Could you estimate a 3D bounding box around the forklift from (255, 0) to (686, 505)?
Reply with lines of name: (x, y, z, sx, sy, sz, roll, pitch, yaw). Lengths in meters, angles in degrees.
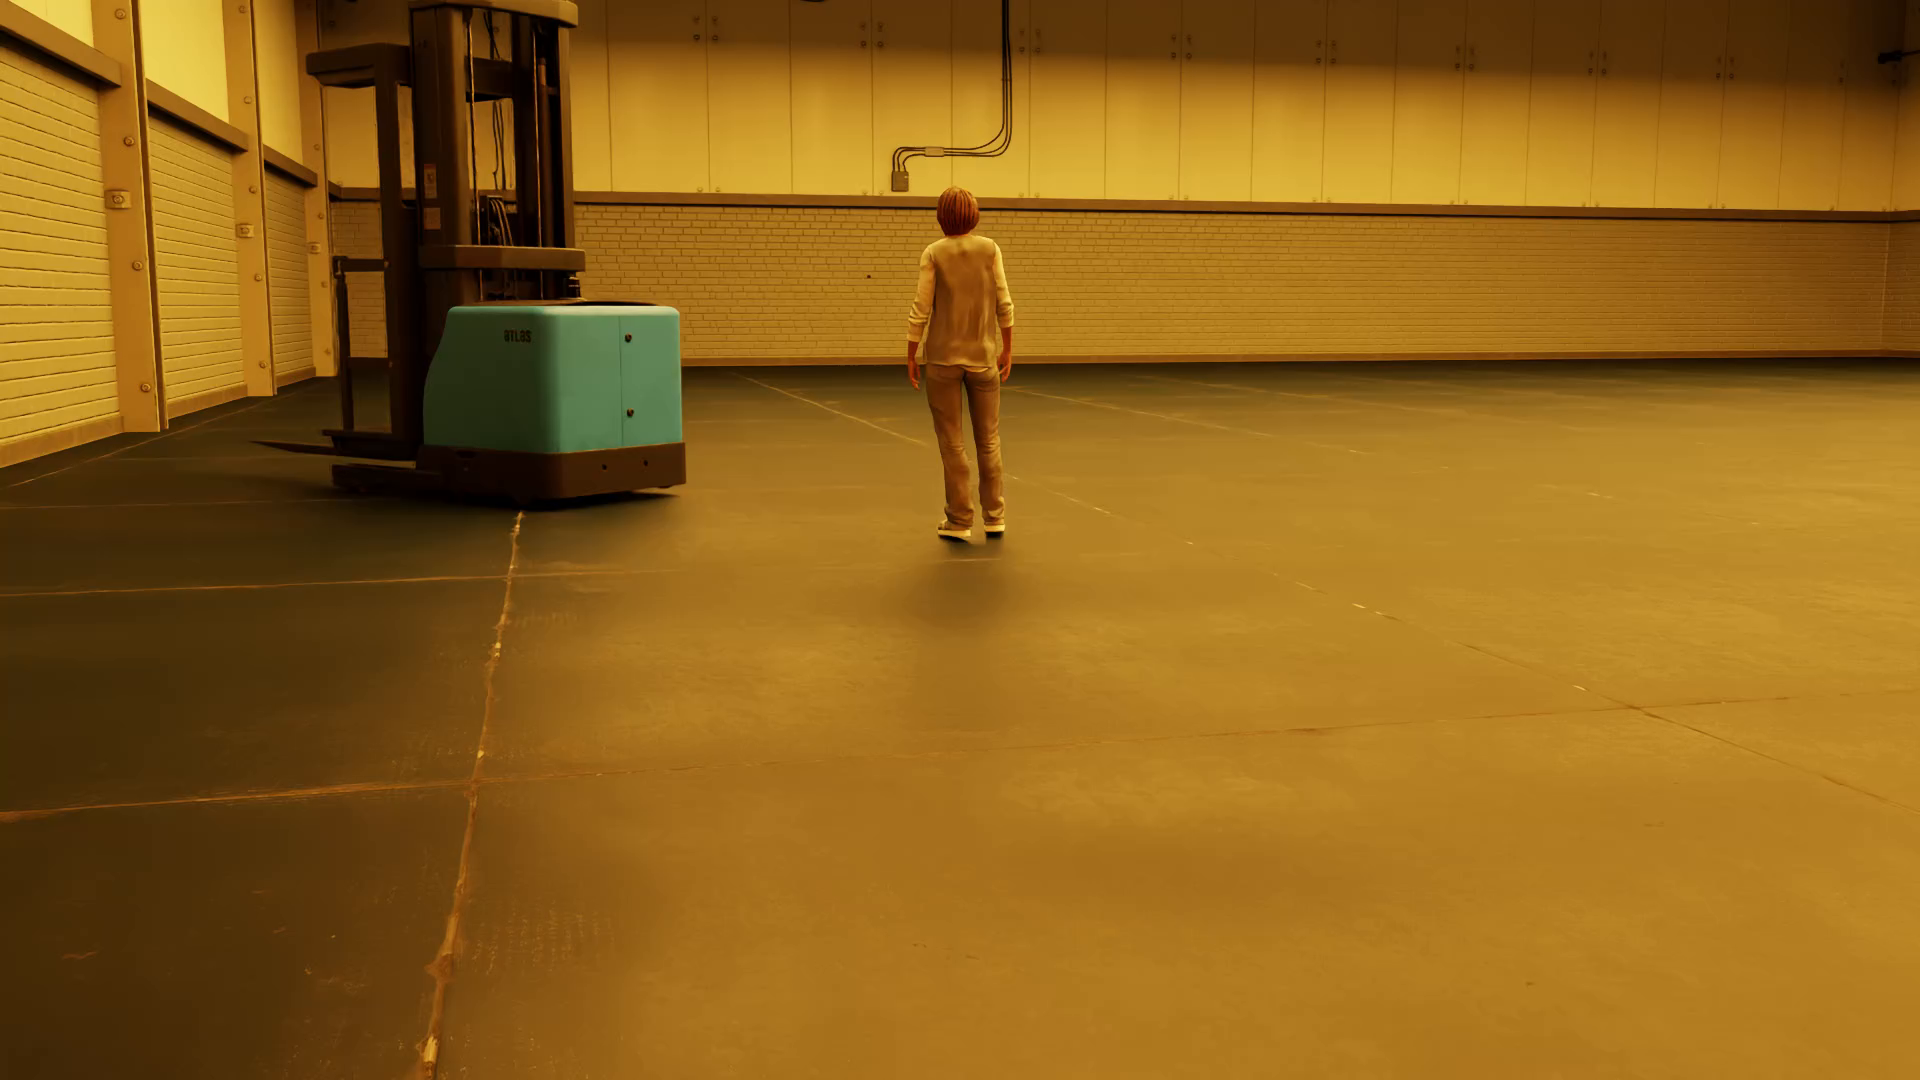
forklift: (-3.056, -1.770, 9.779, 3.031, 2.935, 1.130, 6, 10, 35)

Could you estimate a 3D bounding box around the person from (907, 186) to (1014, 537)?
person: (-0.004, -0.808, 7.671, 0.521, 1.599, 0.473, -2, 8, -13)
